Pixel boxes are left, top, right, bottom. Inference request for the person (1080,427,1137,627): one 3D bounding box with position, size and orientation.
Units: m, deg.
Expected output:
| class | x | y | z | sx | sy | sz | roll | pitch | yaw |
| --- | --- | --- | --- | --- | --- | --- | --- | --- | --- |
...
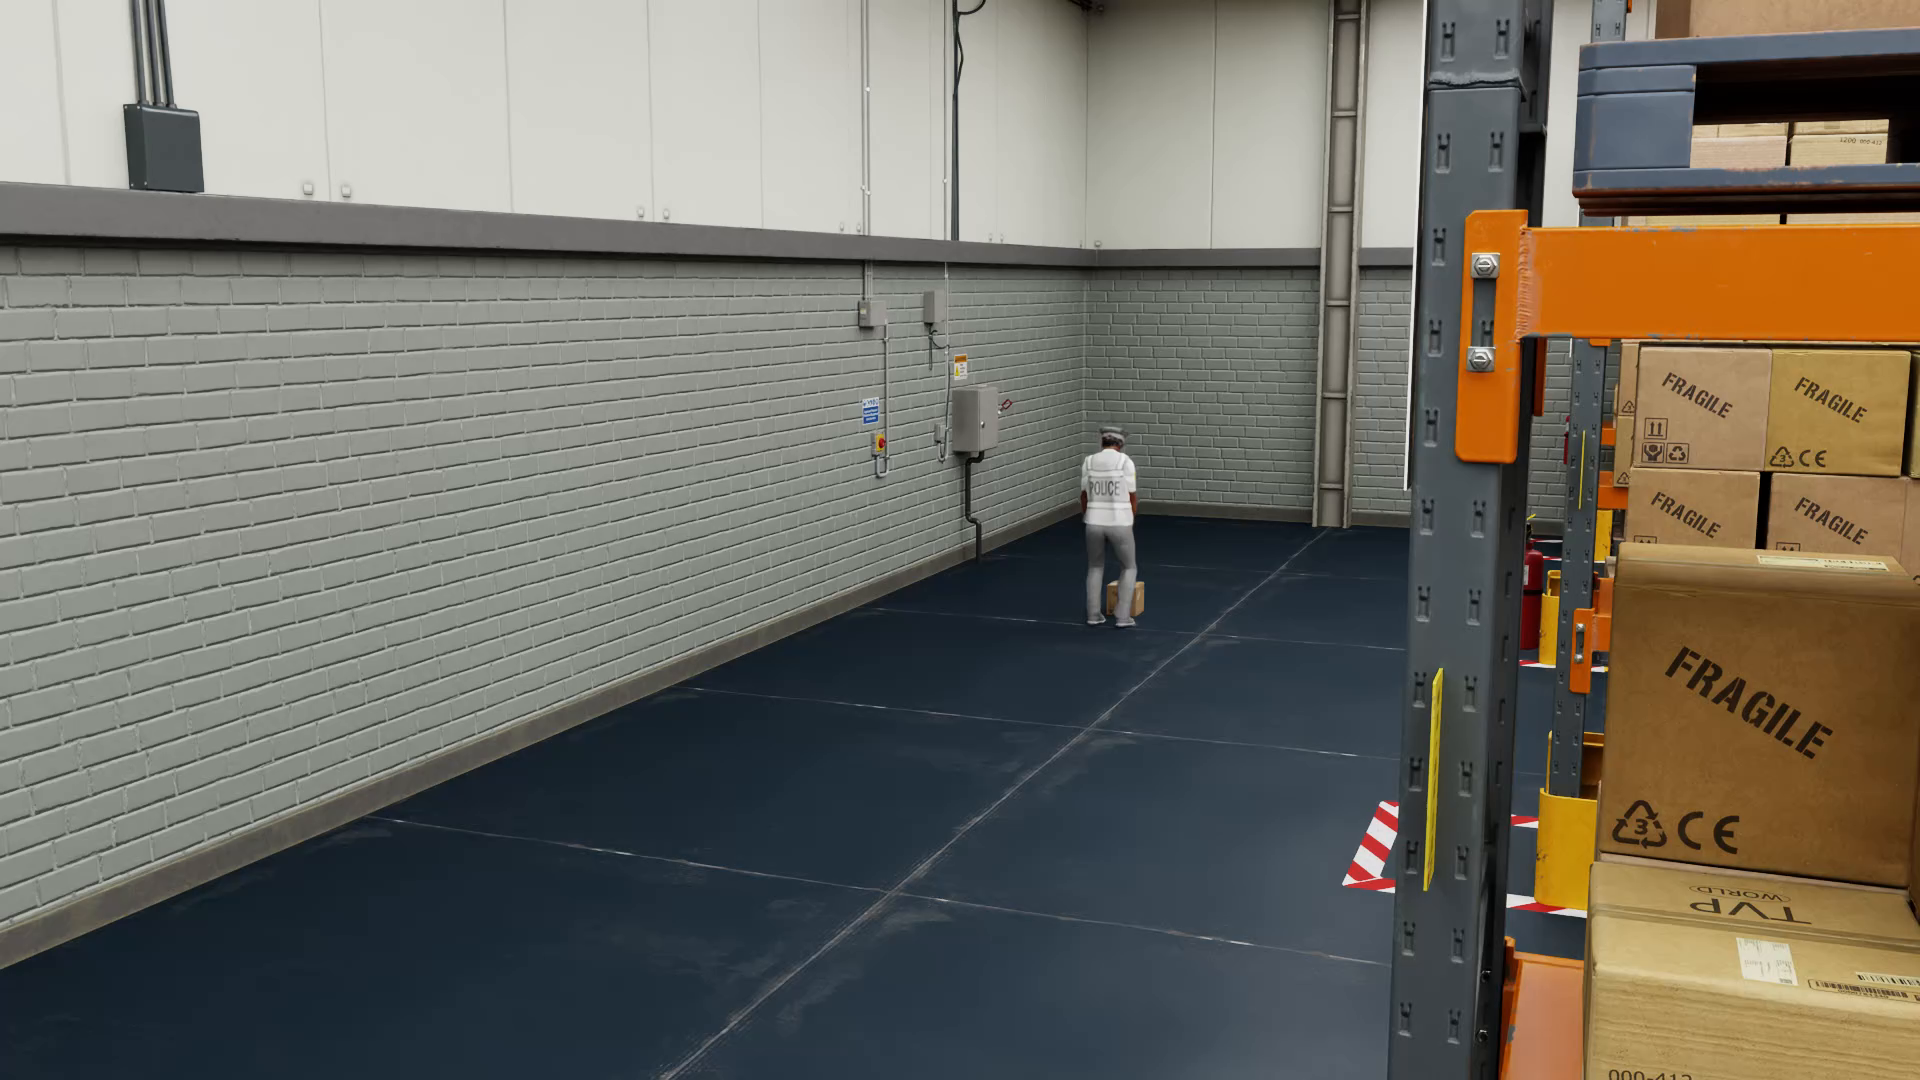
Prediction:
| class | x | y | z | sx | sy | sz | roll | pitch | yaw |
| --- | --- | --- | --- | --- | --- | --- | --- | --- | --- |
| person | 1.184 | -0.104 | 13.306 | 0.469 | 1.592 | 0.500 | 4 | 10 | 22 |
